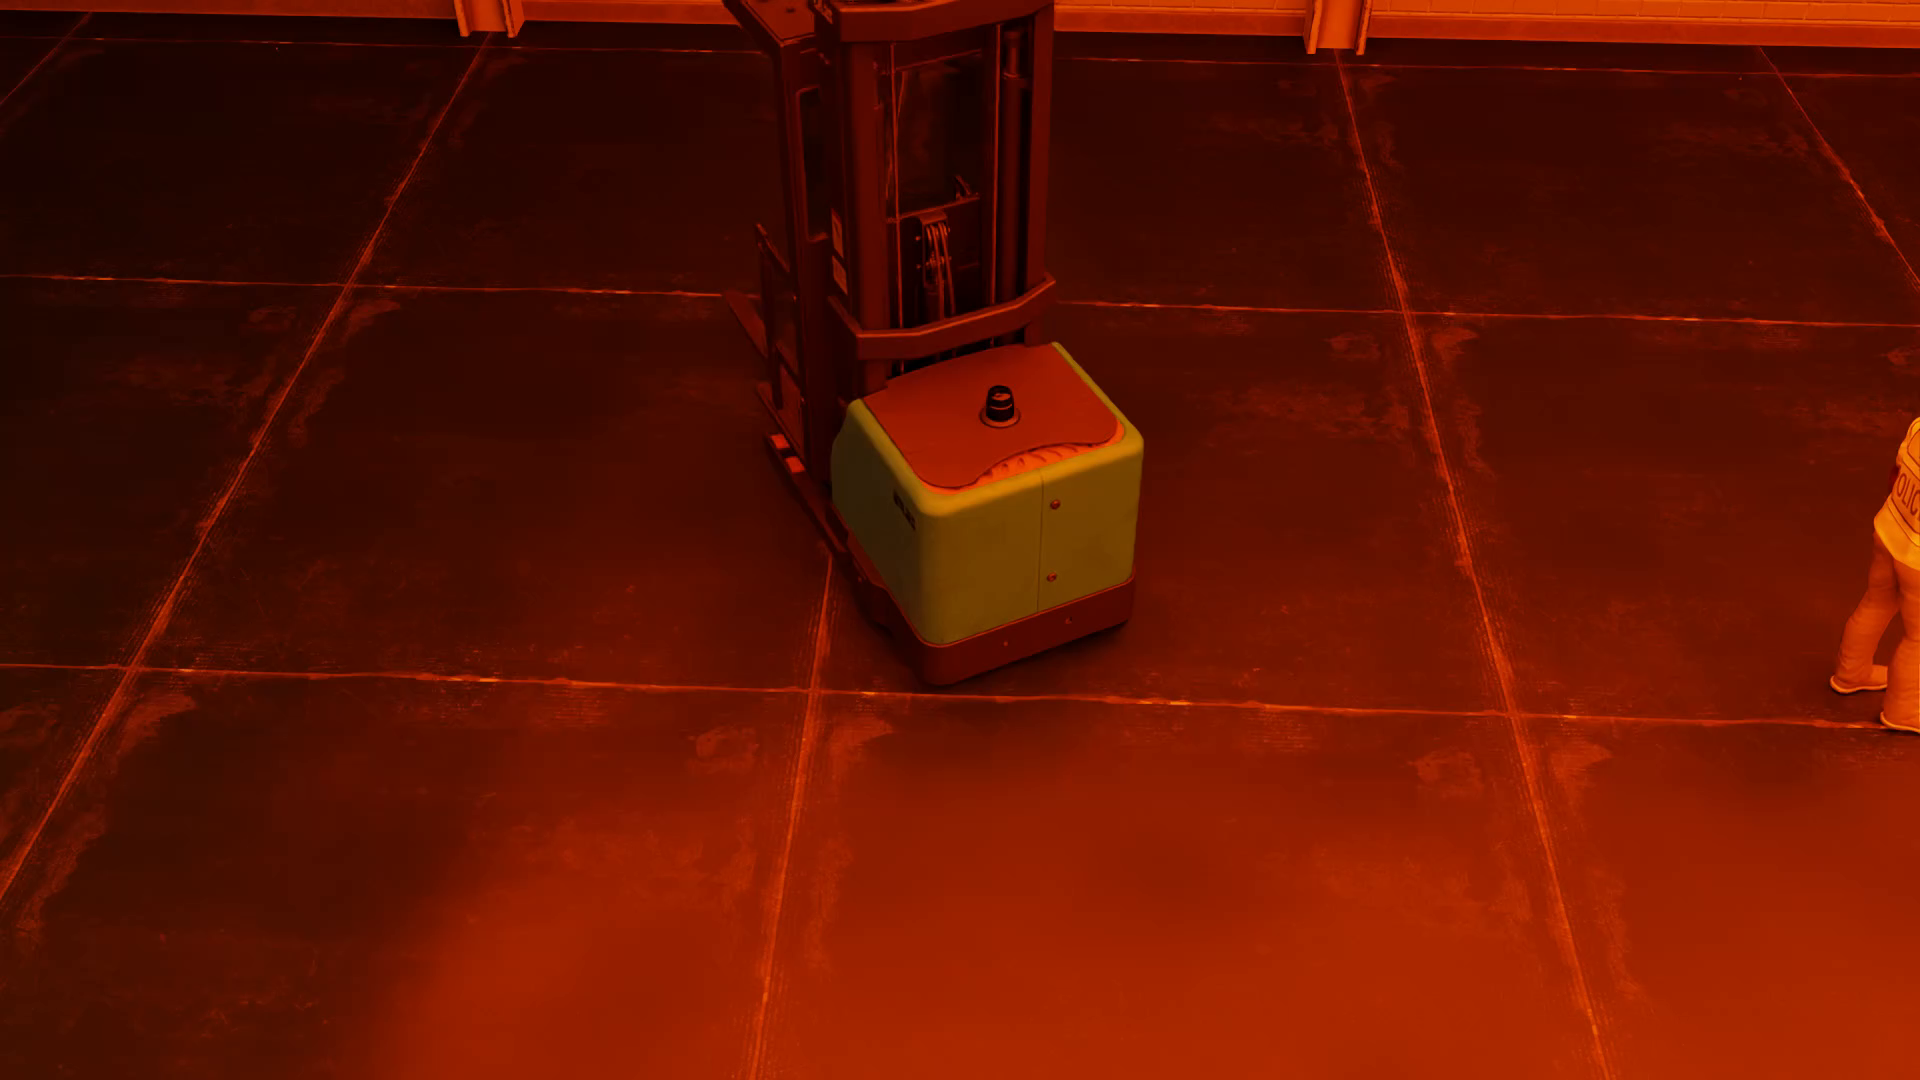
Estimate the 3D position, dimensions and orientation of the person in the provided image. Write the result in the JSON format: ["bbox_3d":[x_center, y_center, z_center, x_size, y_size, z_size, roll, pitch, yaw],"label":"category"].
[{"bbox_3d":[3.905,0.027,6.621,0.530,1.693,0.569,-4,43,-4],"label":"person"}]

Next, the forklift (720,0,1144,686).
[{"bbox_3d":[-0.325,-1.453,7.334,1.130,2.935,3.031,-18,45,-19],"label":"forklift"}]
